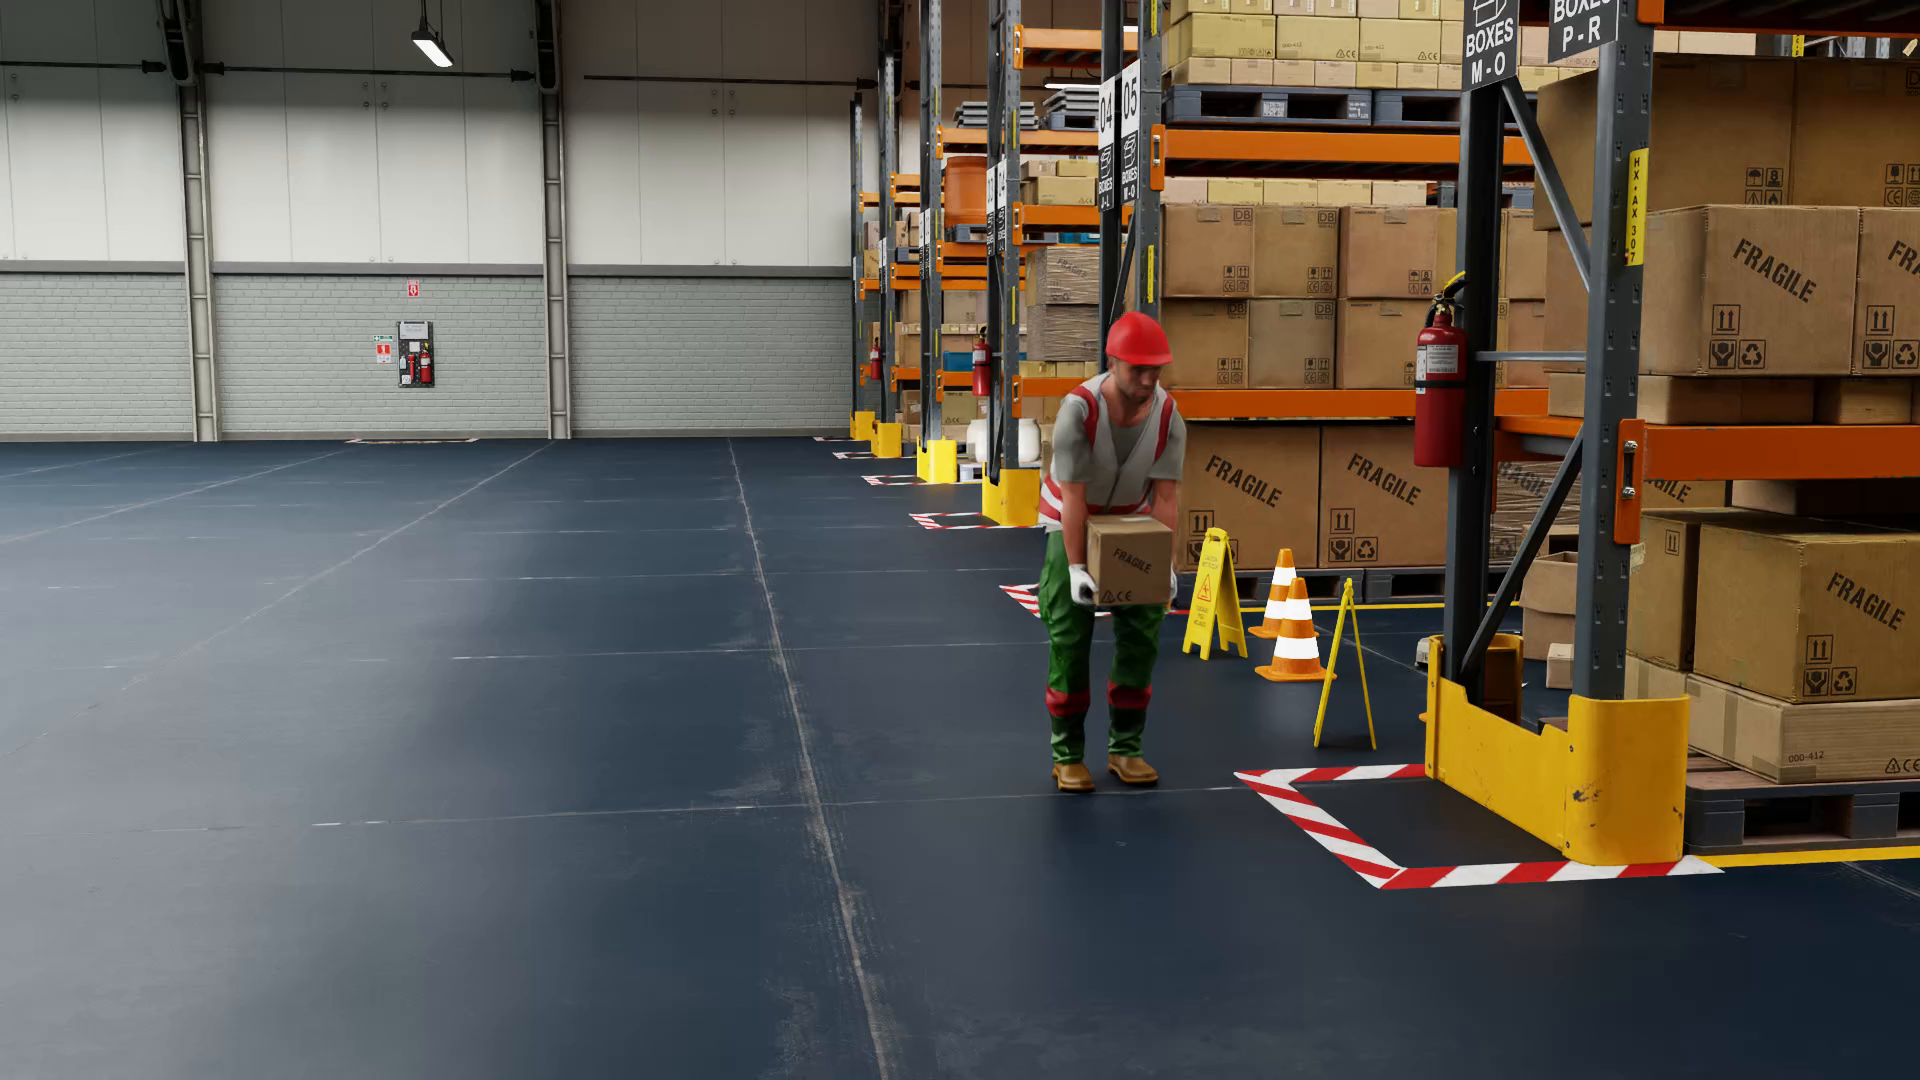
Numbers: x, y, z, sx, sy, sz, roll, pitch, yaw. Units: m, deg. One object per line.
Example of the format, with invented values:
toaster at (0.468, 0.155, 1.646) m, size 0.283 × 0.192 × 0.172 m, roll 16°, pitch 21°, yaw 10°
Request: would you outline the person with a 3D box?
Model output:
person at (0.533, 0.050, 5.745) m, size 0.478 × 1.655 × 0.714 m, roll -1°, pitch 7°, yaw -13°
